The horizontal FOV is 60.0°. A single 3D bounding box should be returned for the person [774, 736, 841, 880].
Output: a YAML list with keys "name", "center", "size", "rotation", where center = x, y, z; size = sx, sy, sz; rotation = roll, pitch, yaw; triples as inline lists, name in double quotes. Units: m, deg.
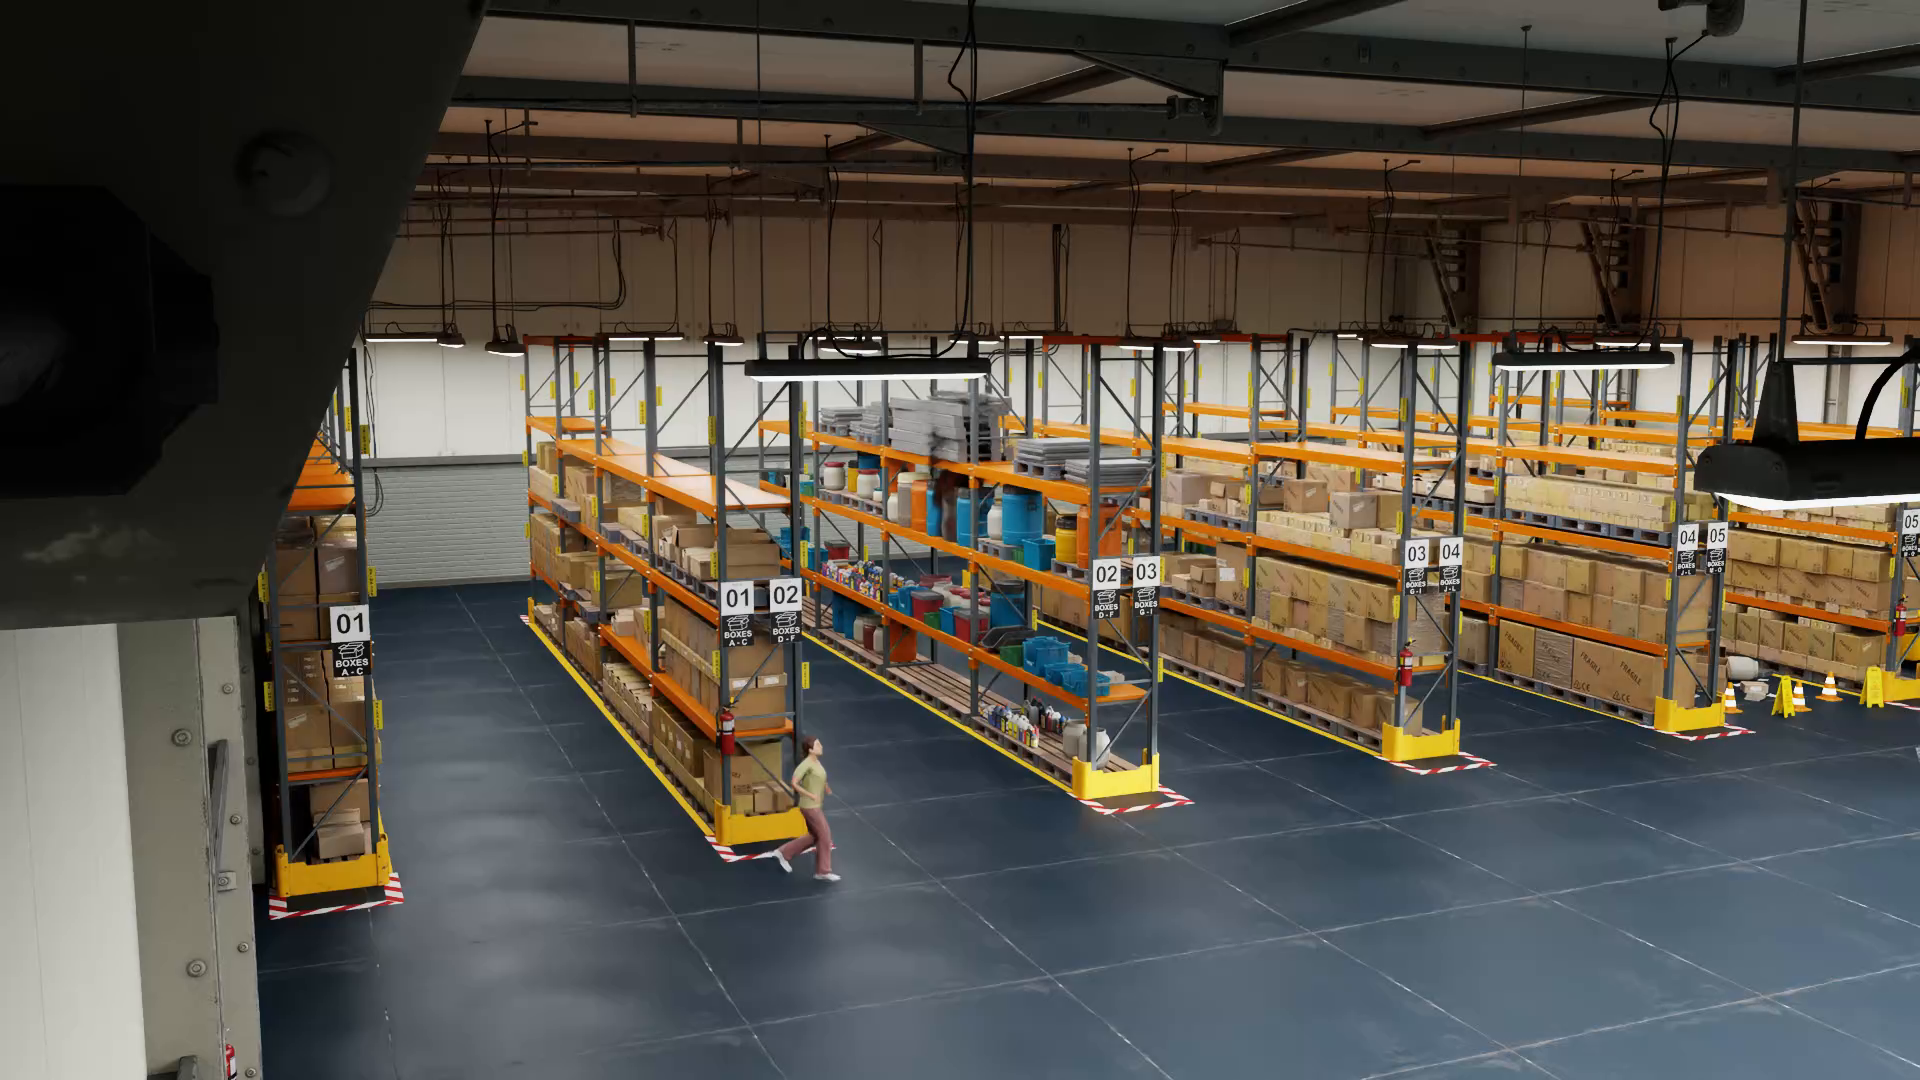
- name: "person"
  center: [-1.727, 3.038, 18.925]
  size: [0.784, 1.656, 0.598]
  rotation: [1, 8, 7]

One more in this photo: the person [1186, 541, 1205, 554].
- name: "person"
  center: [6.019, -0.168, 42.276]
  size: [0.644, 1.758, 0.655]
  rotation: [-3, 8, -20]
